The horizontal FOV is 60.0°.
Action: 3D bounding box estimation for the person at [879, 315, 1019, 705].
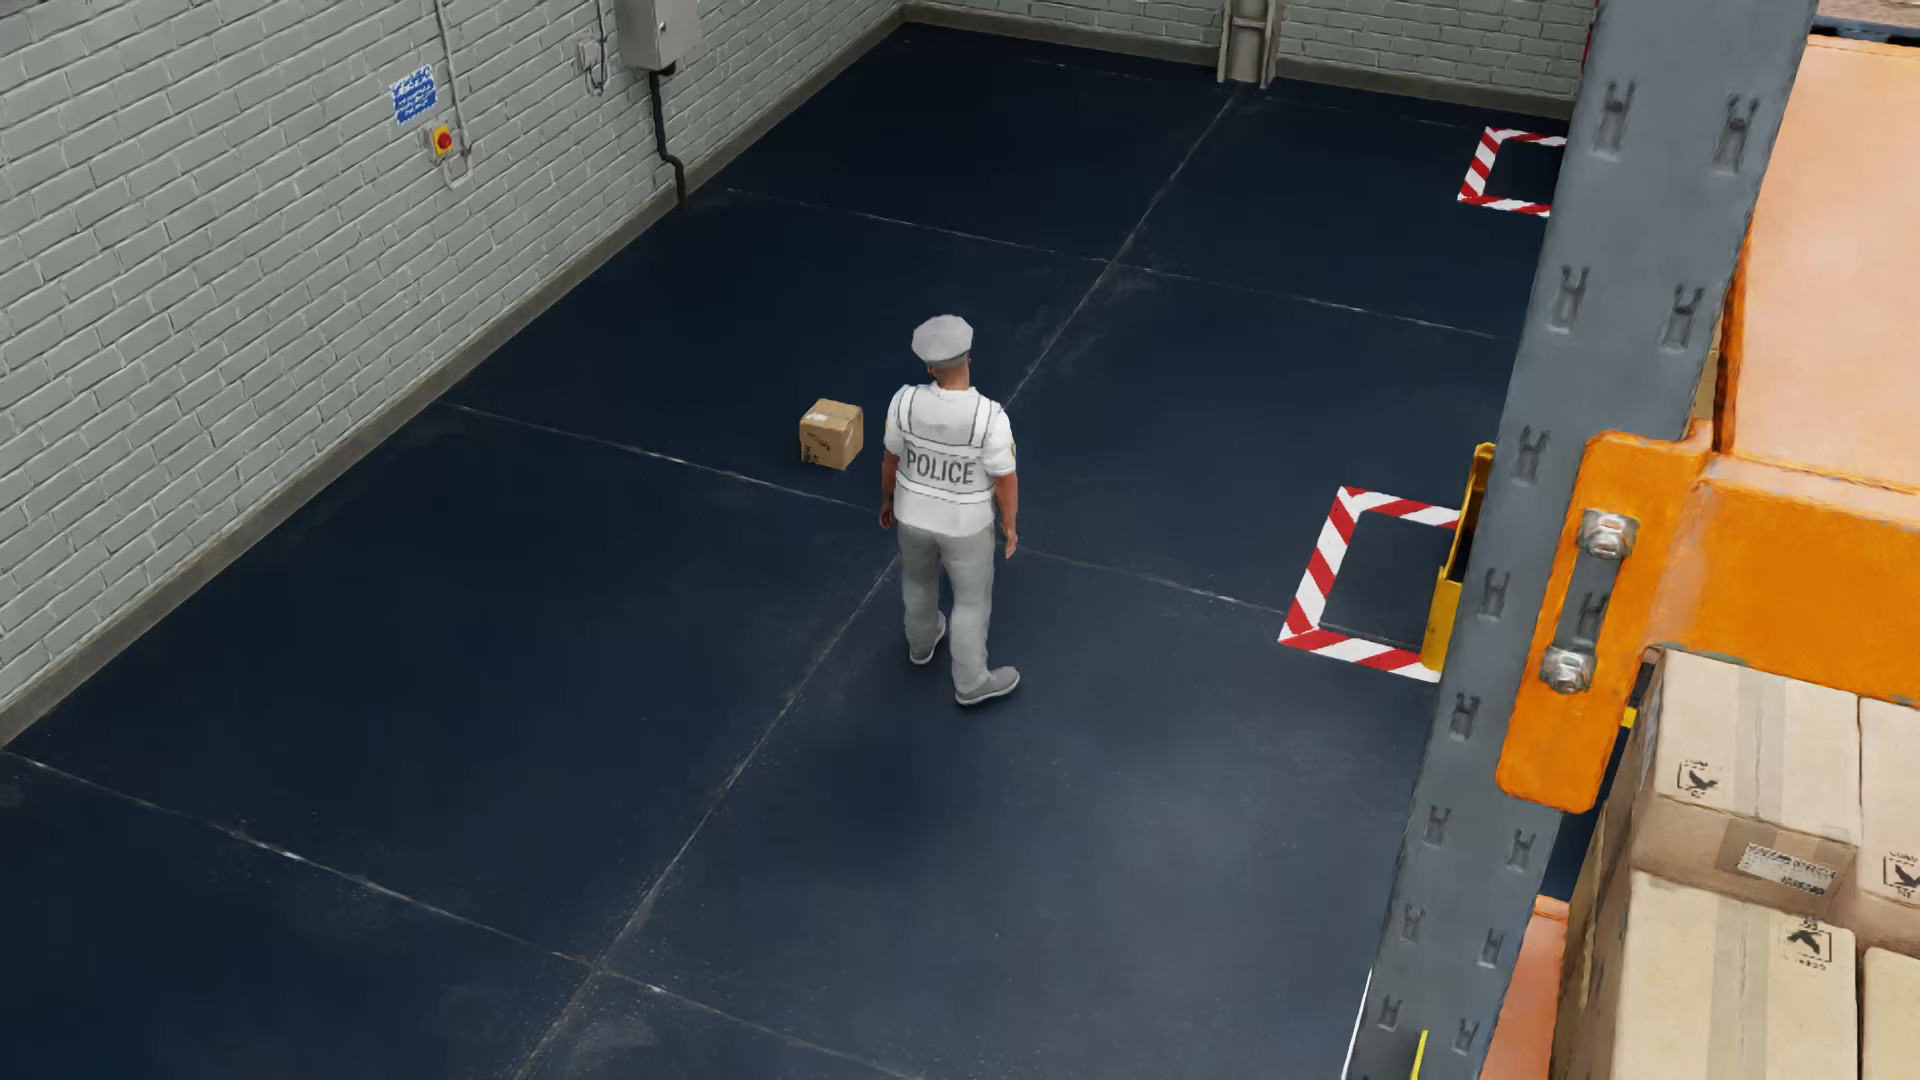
[{"bbox_3d":[-0.027,-0.136,6.952,0.626,1.755,0.515,12,39,15],"label":"person"}]
